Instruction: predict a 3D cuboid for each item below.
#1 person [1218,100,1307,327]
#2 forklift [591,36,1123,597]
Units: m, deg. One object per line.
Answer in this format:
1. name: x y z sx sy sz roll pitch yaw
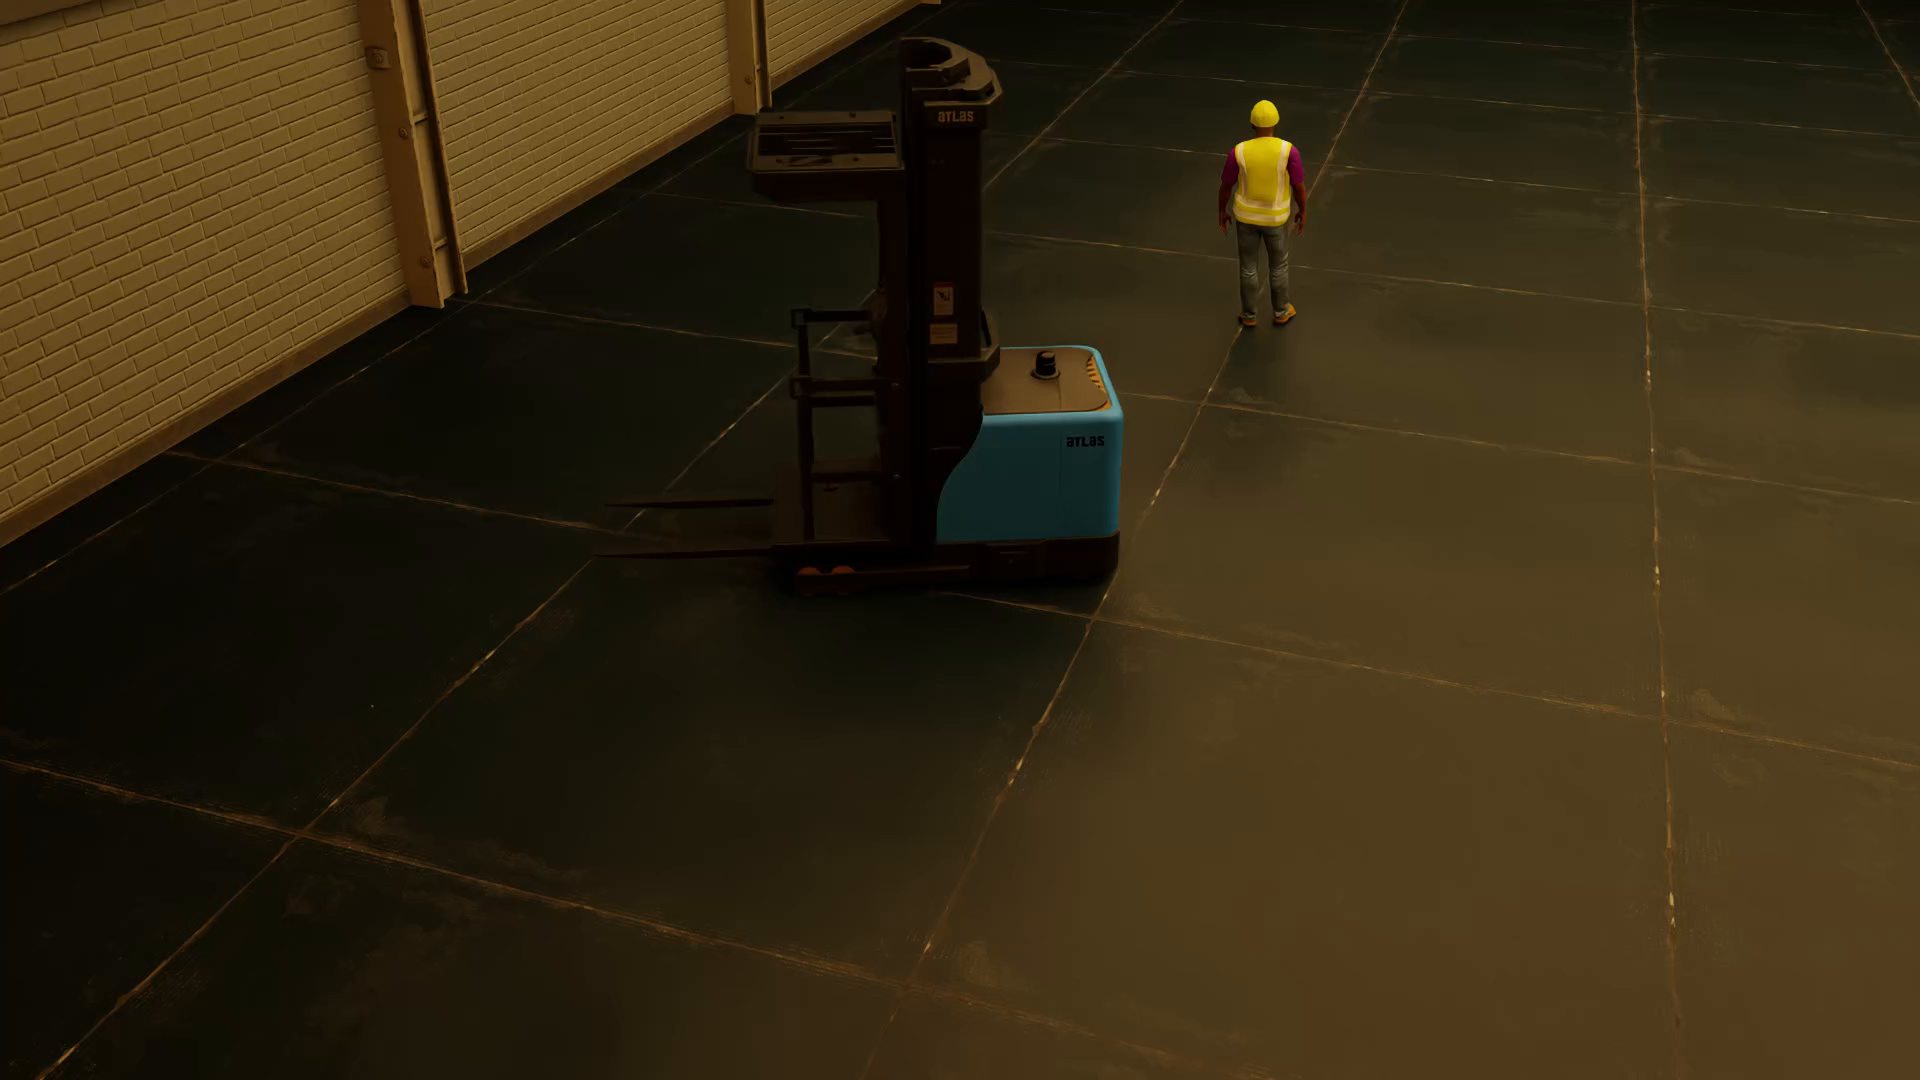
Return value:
1. person: 2.307 -2.495 12.676 0.665 1.766 0.577 7 30 12
2. forklift: -0.625 -1.222 9.280 3.031 2.935 1.130 -2 30 -4
